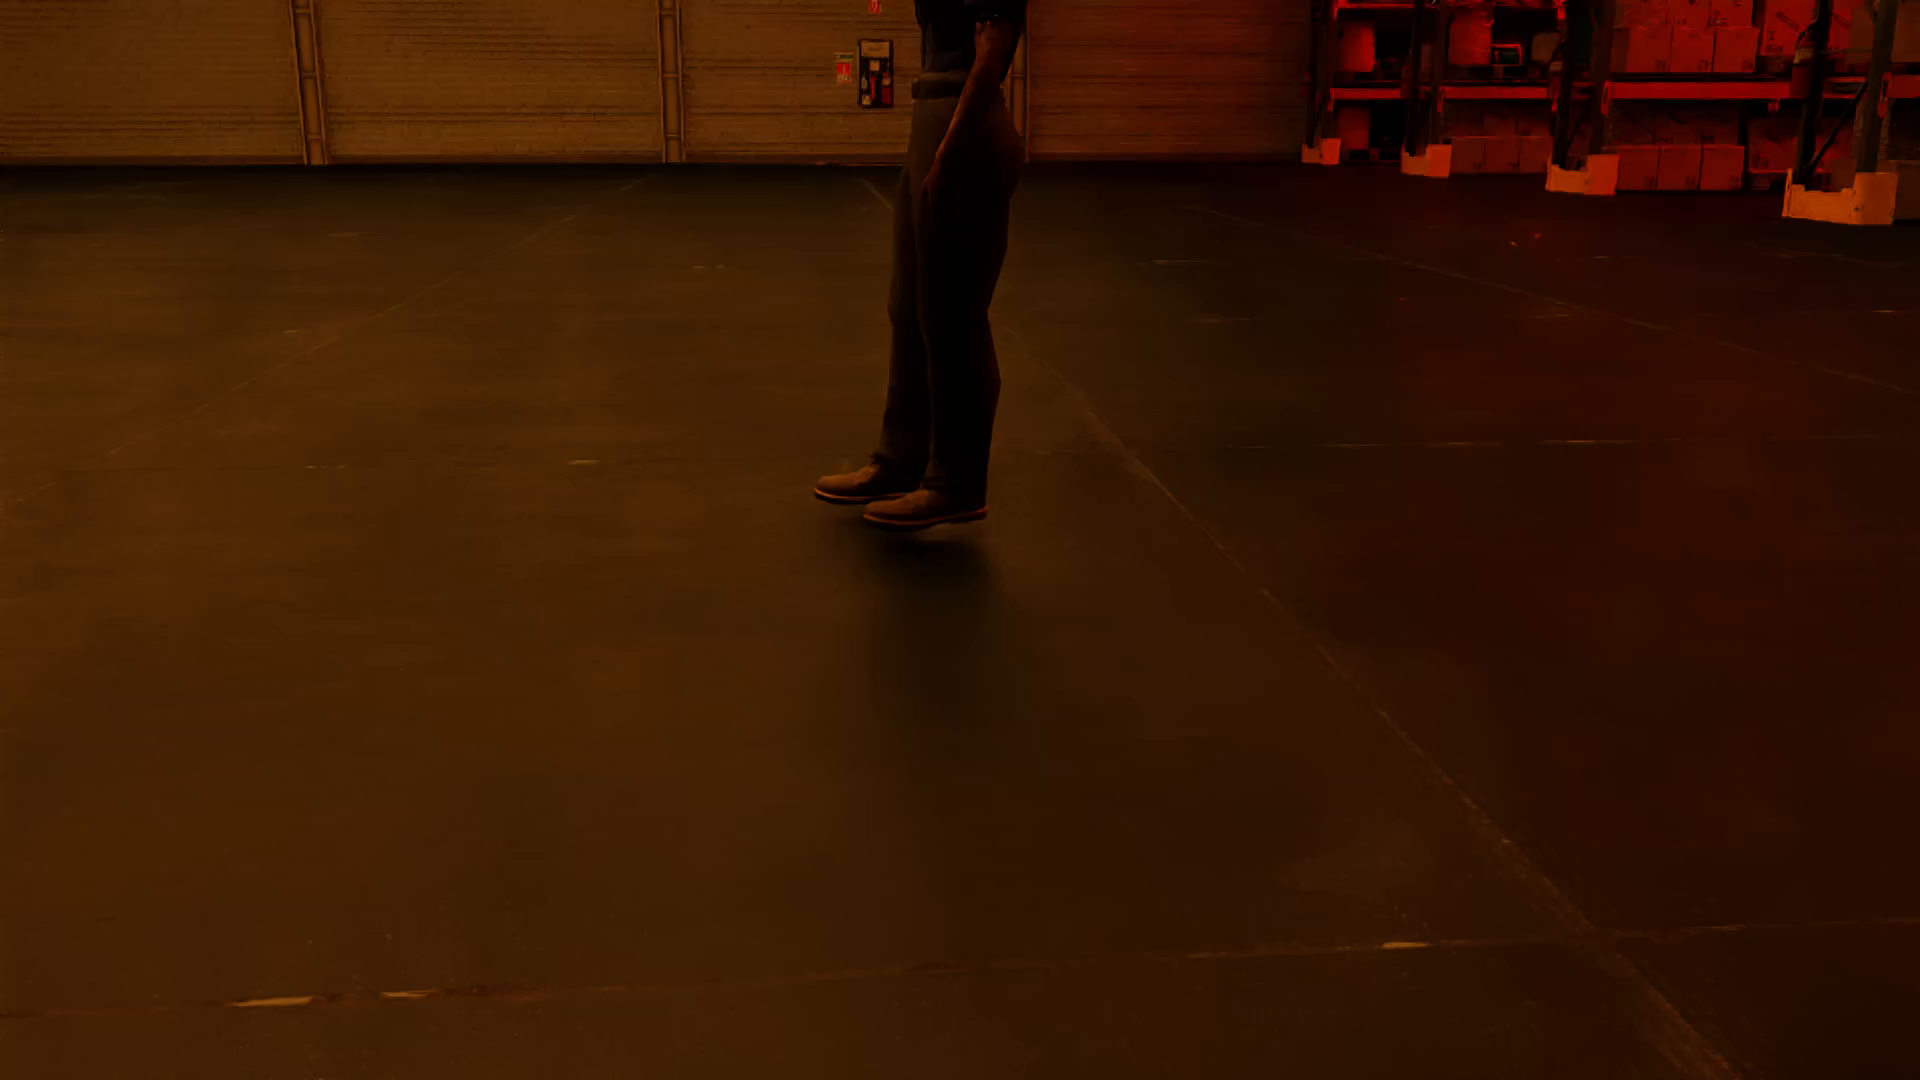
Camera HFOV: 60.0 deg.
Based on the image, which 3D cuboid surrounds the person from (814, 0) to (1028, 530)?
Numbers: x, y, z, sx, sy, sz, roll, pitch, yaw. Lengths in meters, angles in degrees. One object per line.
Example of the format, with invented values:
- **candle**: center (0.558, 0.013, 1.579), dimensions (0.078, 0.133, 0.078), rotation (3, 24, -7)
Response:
- **person**: center (-0.089, -0.848, 3.724), dimensions (0.504, 1.654, 0.570), rotation (-1, 15, -5)
